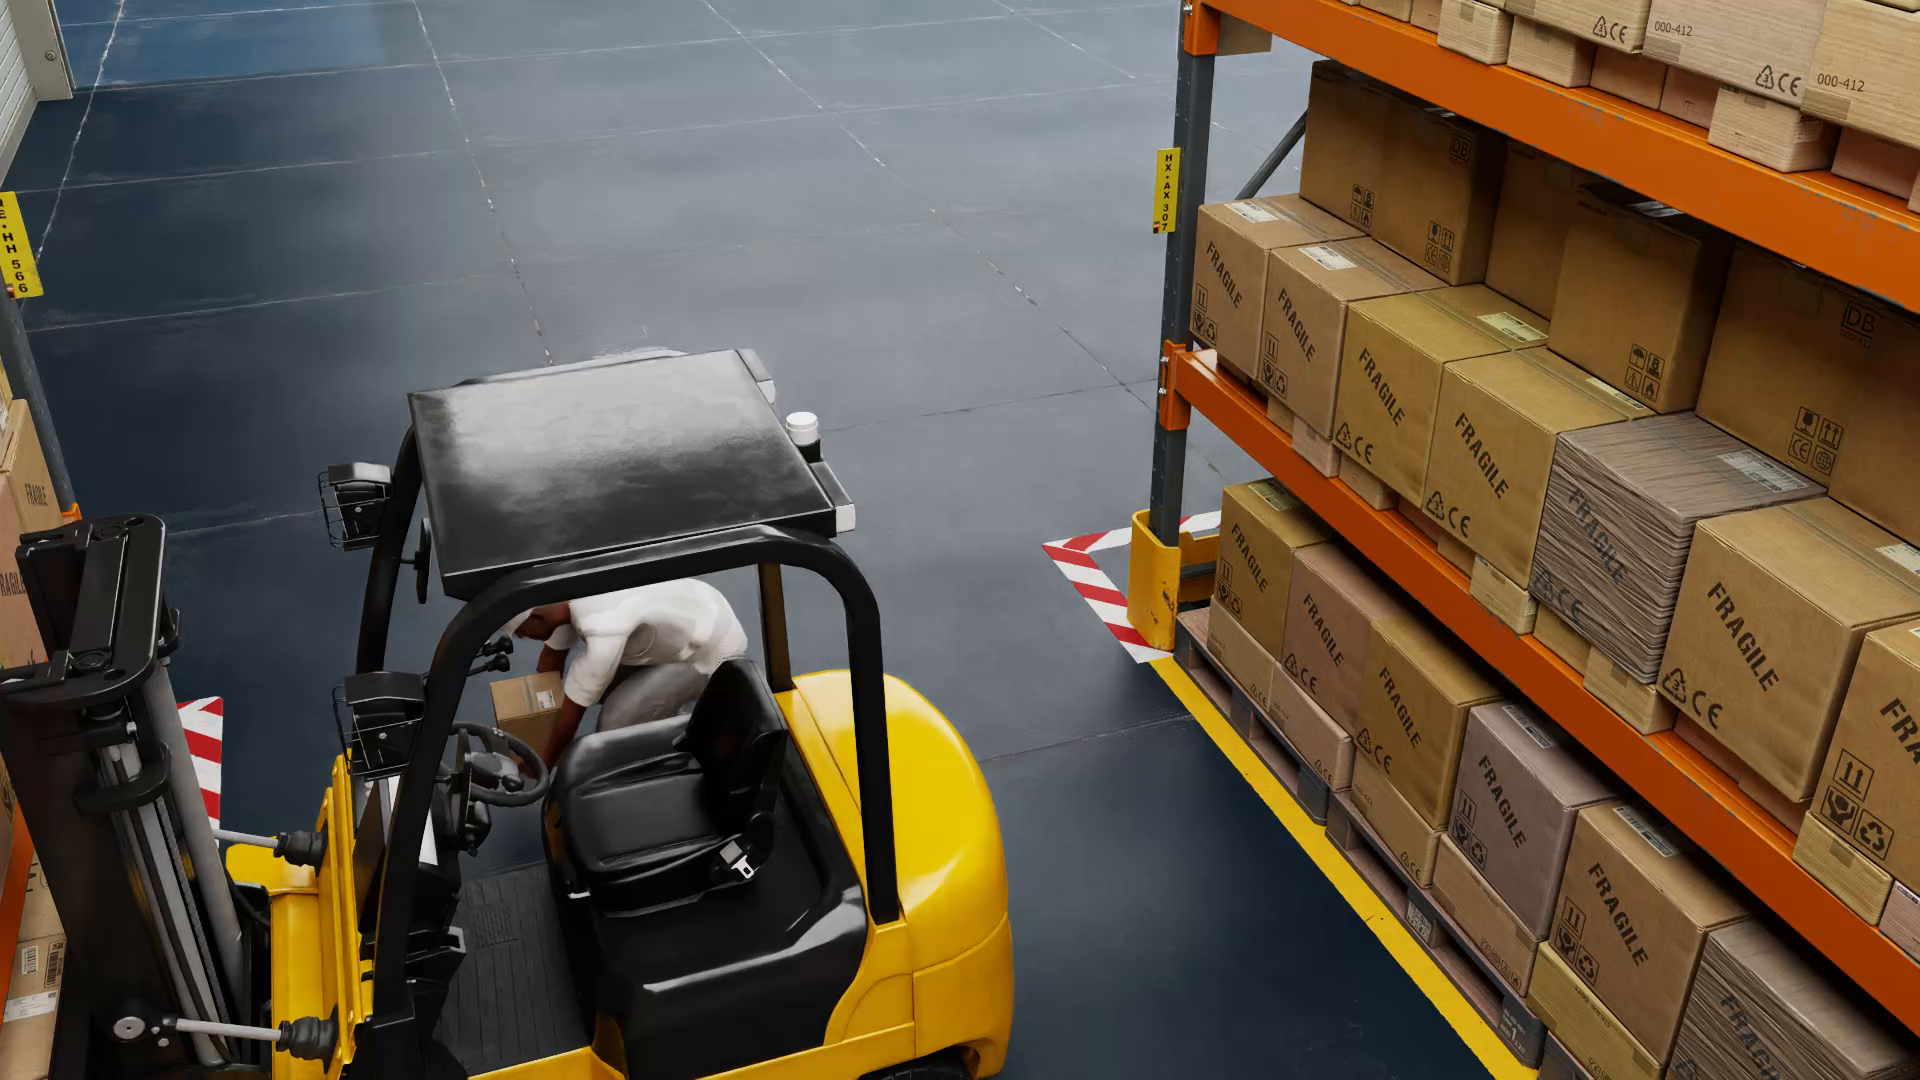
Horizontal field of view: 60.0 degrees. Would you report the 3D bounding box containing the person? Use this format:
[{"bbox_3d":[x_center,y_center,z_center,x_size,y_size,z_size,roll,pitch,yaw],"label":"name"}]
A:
[{"bbox_3d":[-1.228,0.470,6.052,0.911,1.010,0.536,-11,32,-19],"label":"person"}]
